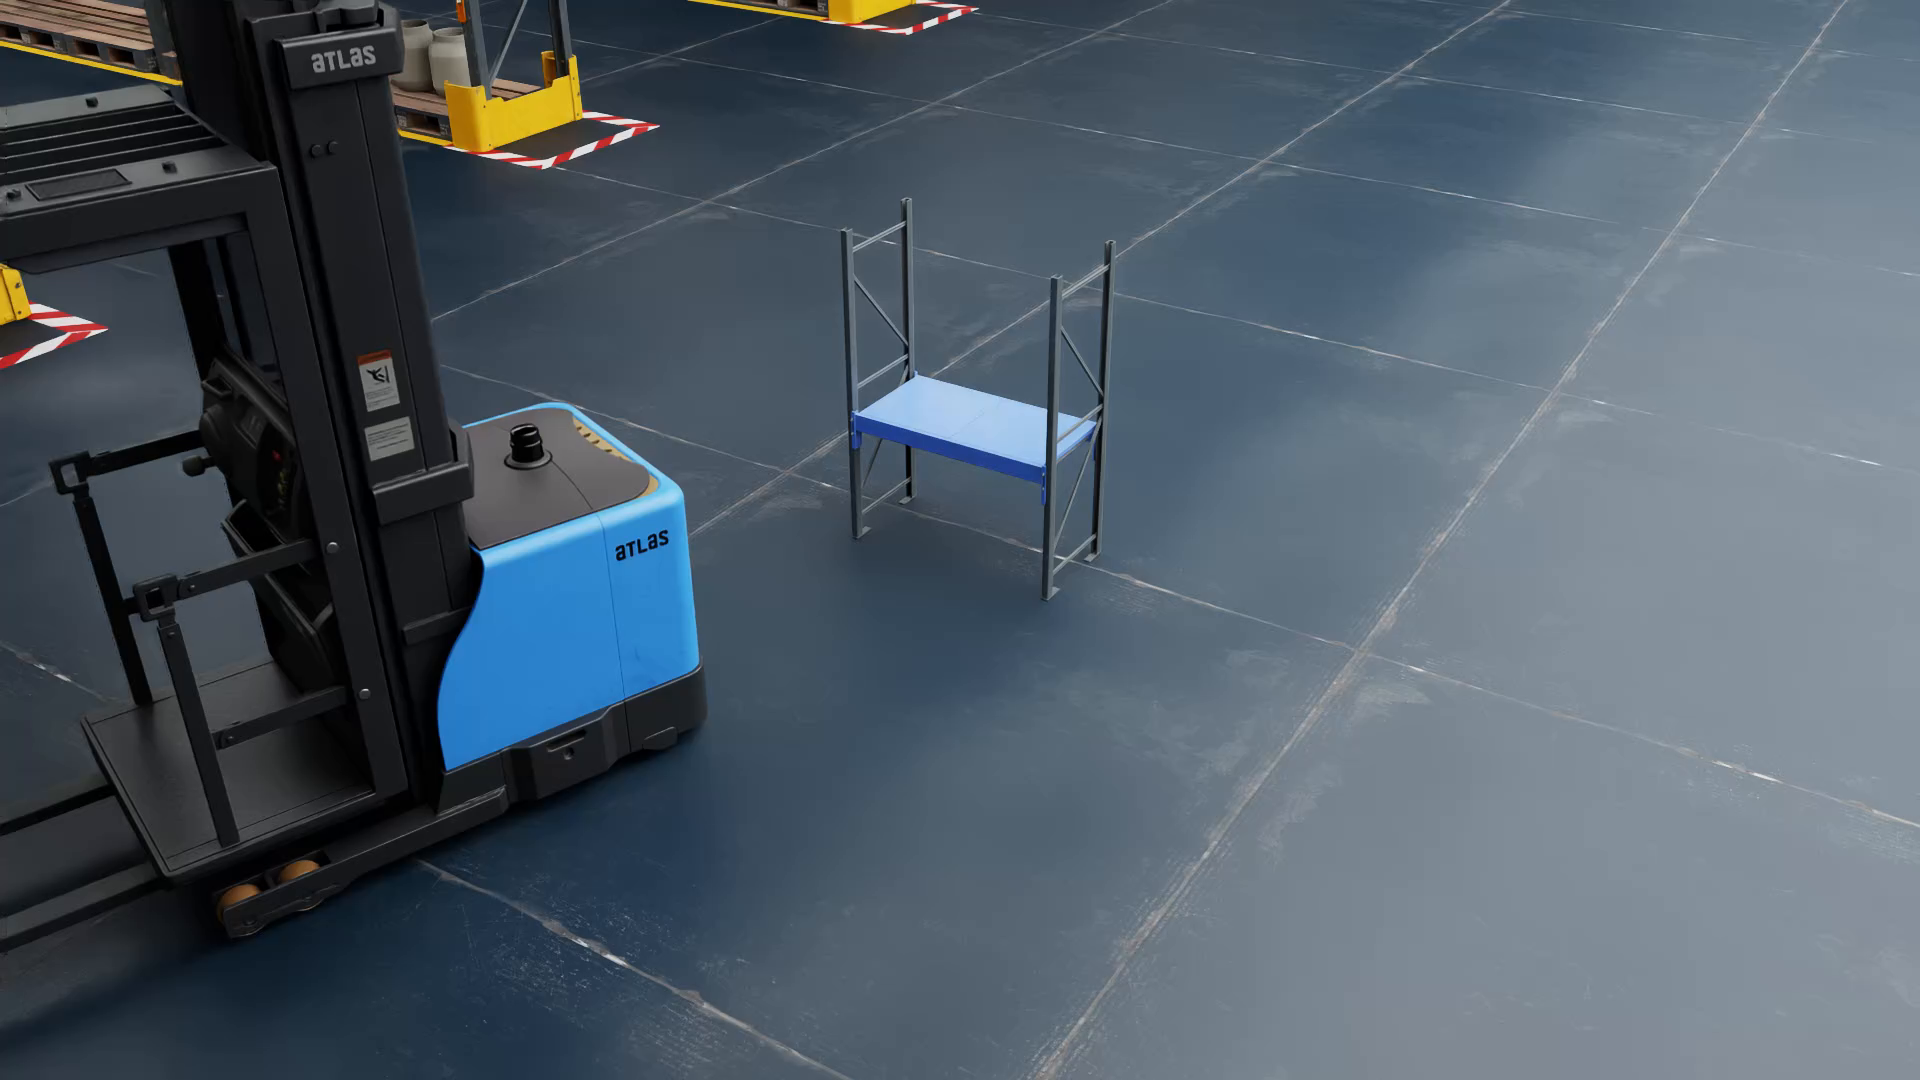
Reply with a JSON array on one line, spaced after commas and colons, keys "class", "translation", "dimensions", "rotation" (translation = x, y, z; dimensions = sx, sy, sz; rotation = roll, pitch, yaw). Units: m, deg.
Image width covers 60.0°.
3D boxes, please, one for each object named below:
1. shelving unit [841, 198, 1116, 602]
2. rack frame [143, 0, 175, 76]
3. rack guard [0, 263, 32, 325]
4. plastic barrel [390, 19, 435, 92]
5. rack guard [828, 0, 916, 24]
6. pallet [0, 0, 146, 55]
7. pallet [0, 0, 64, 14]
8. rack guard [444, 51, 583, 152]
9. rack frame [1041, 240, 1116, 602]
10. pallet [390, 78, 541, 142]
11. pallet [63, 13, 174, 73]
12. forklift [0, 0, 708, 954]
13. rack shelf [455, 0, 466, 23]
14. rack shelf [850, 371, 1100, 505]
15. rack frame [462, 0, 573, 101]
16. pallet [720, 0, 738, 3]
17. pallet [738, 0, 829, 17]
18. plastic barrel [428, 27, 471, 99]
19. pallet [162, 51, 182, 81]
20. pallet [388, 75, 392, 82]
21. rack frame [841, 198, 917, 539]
[{"class": "shelving unit", "translation": [0.072, -0.625, 7.333], "dimensions": [1.048, 1.500, 0.538], "rotation": [18, 35, 27]}, {"class": "rack frame", "translation": [-6.843, -5.658, 14.472], "dimensions": [0.127, 3.000, 1.000], "rotation": [18, 35, 27]}, {"class": "rack guard", "translation": [-6.071, -1.387, 9.632], "dimensions": [0.348, 0.500, 1.175], "rotation": [18, 35, 27]}, {"class": "plastic barrel", "translation": [-4.478, -3.971, 13.633], "dimensions": [0.421, 0.512, 0.421], "rotation": [0, 30, 0]}, {"class": "rack guard", "translation": [-0.886, -5.641, 16.924], "dimensions": [0.348, 0.500, 1.175], "rotation": [18, 35, 27]}, {"class": "pallet", "translation": [-8.566, -4.974, 16.067], "dimensions": [1.213, 0.211, 1.003], "rotation": [18, 35, 27]}, {"class": "pallet", "translation": [-9.595, -5.301, 16.628], "dimensions": [1.213, 0.211, 1.003], "rotation": [18, 35, 27]}, {"class": "rack guard", "translation": [-3.544, -3.507, 13.266], "dimensions": [0.348, 0.500, 1.175], "rotation": [18, 35, 27]}, {"class": "rack frame", "translation": [0.503, -0.489, 7.099], "dimensions": [0.032, 1.500, 0.500], "rotation": [18, 35, 27]}, {"class": "pallet", "translation": [-4.230, -3.602, 13.716], "dimensions": [1.213, 0.211, 1.003], "rotation": [18, 35, 27]}, {"class": "pallet", "translation": [-7.529, -4.648, 15.507], "dimensions": [1.213, 0.211, 1.003], "rotation": [18, 35, 27]}, {"class": "forklift", "translation": [-2.451, -0.258, 5.284], "dimensions": [3.031, 2.935, 1.130], "rotation": [-22, 37, -32]}, {"class": "rack shelf", "translation": [-5.149, -4.812, 13.735], "dimensions": [4.000, 0.370, 1.077], "rotation": [18, 35, 27]}, {"class": "rack shelf", "translation": [0.072, -0.470, 7.424], "dimensions": [1.000, 0.185, 0.538], "rotation": [18, 35, 27]}, {"class": "rack frame", "translation": [-3.455, -4.587, 12.635], "dimensions": [0.127, 3.000, 1.000], "rotation": [18, 35, 27]}, {"class": "pallet", "translation": [-2.585, -6.076, 17.956], "dimensions": [1.213, 0.211, 1.003], "rotation": [18, 35, 27]}, {"class": "pallet", "translation": [-1.555, -5.749, 17.395], "dimensions": [1.213, 0.211, 1.003], "rotation": [18, 35, 27]}, {"class": "plastic barrel", "translation": [-4.053, -3.837, 13.403], "dimensions": [0.421, 0.512, 0.421], "rotation": [0, 30, 0]}, {"class": "pallet", "translation": [-6.296, -4.256, 14.836], "dimensions": [1.213, 0.211, 1.003], "rotation": [18, 35, 27]}, {"class": "pallet", "translation": [-5.259, -3.930, 14.276], "dimensions": [1.213, 0.211, 1.003], "rotation": [18, 35, 27]}, {"class": "rack frame", "translation": [-0.358, -0.761, 7.566], "dimensions": [0.032, 1.500, 0.500], "rotation": [18, 35, 27]}]
